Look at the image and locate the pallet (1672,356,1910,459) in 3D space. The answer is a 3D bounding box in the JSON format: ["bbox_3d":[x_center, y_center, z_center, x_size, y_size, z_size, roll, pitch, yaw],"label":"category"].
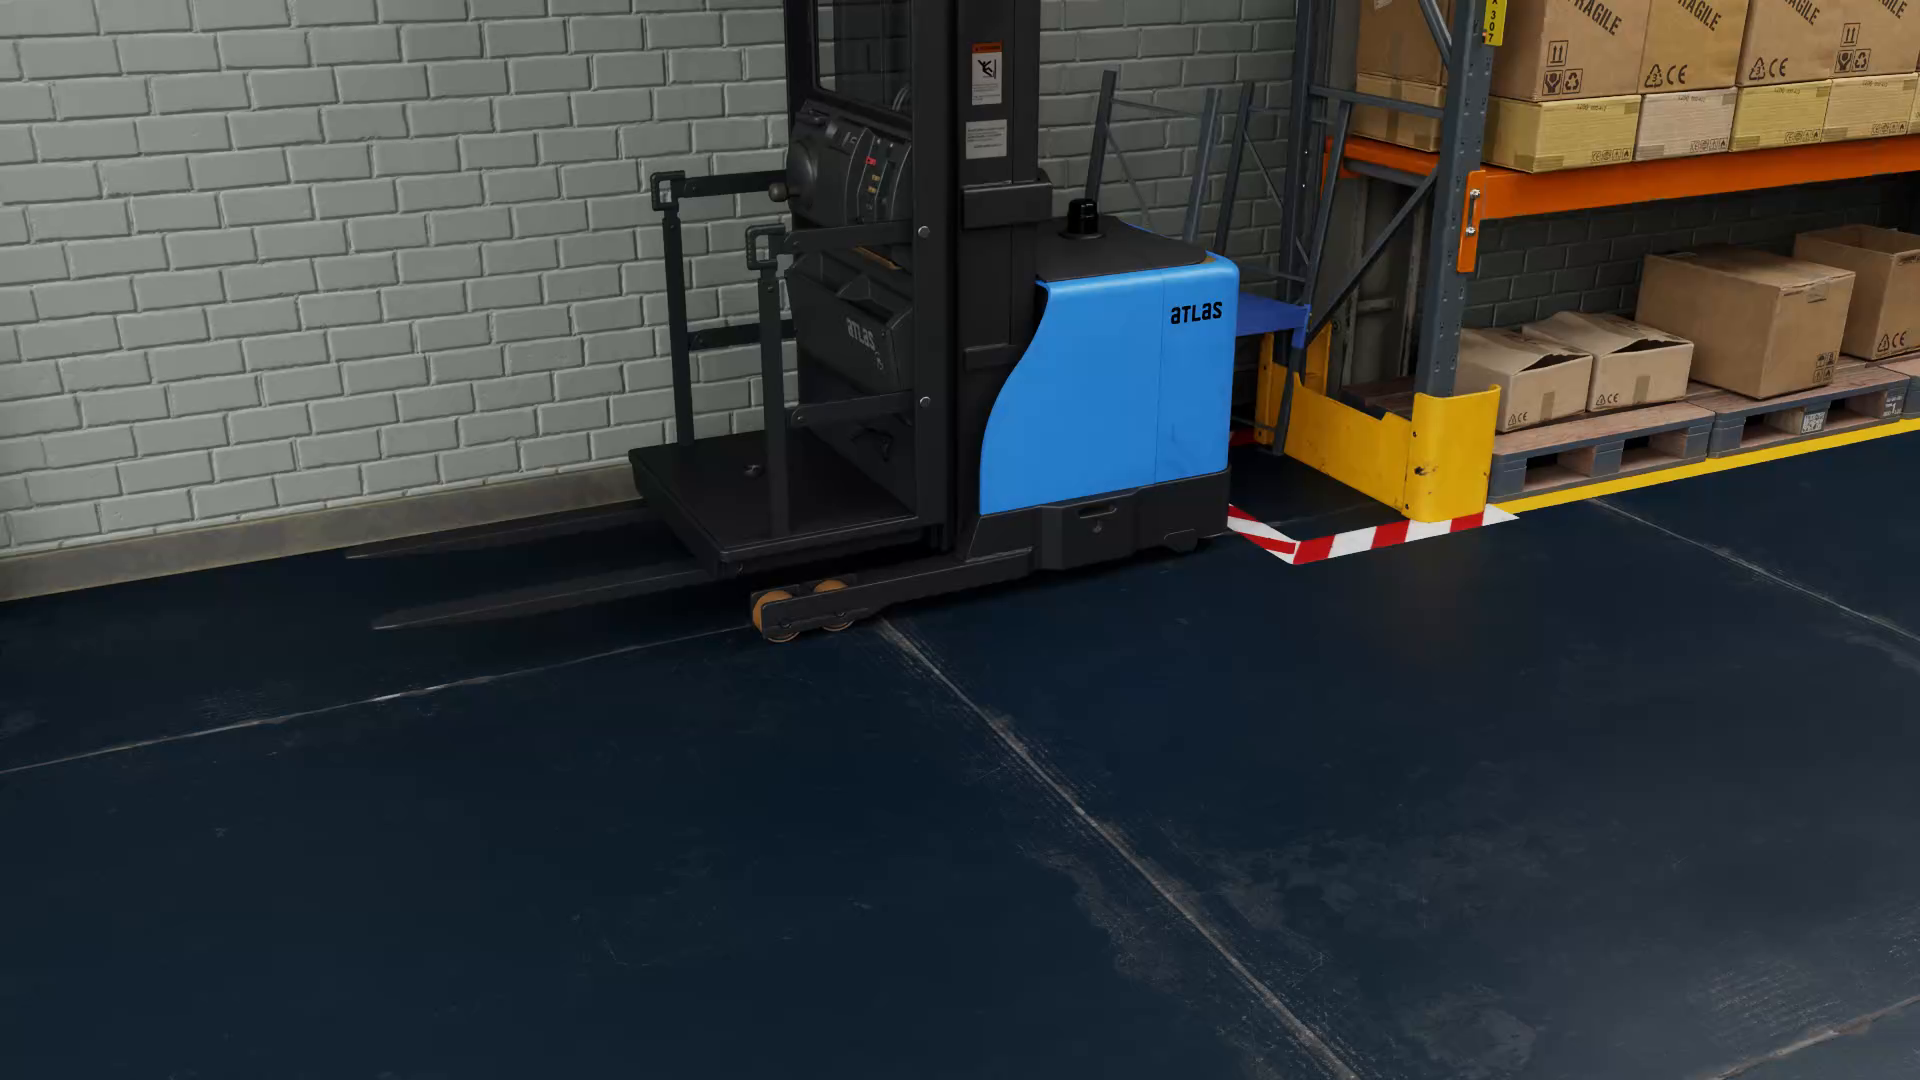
[{"bbox_3d":[3.525,-0.709,7.686,1.213,0.211,1.003,-10,25,-24],"label":"pallet"}]

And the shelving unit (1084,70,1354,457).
[{"bbox_3d":[0.958,-1.050,6.644,0.538,1.500,1.048,22,23,35],"label":"shelving unit"}]

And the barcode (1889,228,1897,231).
[{"bbox_3d":[4.625,-1.514,8.260,0.075,0.075,0.001,-10,25,-24],"label":"barcode"}]

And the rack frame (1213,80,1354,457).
[{"bbox_3d":[1.282,-1.136,7.026,0.500,1.500,0.032,22,23,35],"label":"rack frame"}]

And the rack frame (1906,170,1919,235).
[{"bbox_3d":[5.216,-2.324,7.944,0.127,3.000,1.000,-10,25,-24],"label":"rack frame"}]

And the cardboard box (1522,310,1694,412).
[{"bbox_3d":[2.788,-0.800,7.202,0.500,0.311,0.500,-8,24,-19],"label":"cardboard box"}]

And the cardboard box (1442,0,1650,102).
[{"bbox_3d":[2.172,-1.923,6.163,0.500,0.500,0.500,-10,25,-24],"label":"cardboard box"}]

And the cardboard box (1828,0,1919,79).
[{"bbox_3d":[3.550,-2.175,6.771,0.500,0.500,0.500,-10,24,-22],"label":"cardboard box"}]

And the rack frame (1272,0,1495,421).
[{"bbox_3d":[1.612,-1.661,6.341,0.127,3.000,1.000,-10,25,-24],"label":"rack frame"}]

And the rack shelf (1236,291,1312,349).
[{"bbox_3d":[0.935,-0.881,6.701,0.538,0.185,1.000,22,23,35],"label":"rack shelf"}]

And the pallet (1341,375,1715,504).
[{"bbox_3d":[2.427,-0.508,7.201,1.213,0.211,1.003,-10,25,-24],"label":"pallet"}]

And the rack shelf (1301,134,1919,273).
[{"bbox_3d":[3.414,-1.660,7.280,4.000,0.370,1.077,-10,25,-24],"label":"rack shelf"}]

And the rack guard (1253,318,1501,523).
[{"bbox_3d":[1.680,-0.519,6.849,0.348,0.500,1.175,-10,25,-24],"label":"rack guard"}]

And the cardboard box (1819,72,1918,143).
[{"bbox_3d":[3.569,-1.829,6.917,0.500,0.250,0.500,-10,25,-23],"label":"cardboard box"}]

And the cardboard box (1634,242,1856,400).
[{"bbox_3d":[3.471,-0.992,7.418,0.500,0.500,0.700,-12,25,-27],"label":"cardboard box"}]

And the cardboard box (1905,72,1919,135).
[{"bbox_3d":[4.022,-1.913,7.119,0.500,0.250,0.500,-11,25,-24],"label":"cardboard box"}]

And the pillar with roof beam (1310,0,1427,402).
[{"bbox_3d":[3.734,-3.363,2.610,0.400,9.000,9.100,-10,25,-24],"label":"pillar with roof beam"}]

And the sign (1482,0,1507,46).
[{"bbox_3d":[1.847,-1.874,5.723,0.005,0.325,0.100,-10,25,-24],"label":"sign"}]

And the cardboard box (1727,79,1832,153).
[{"bbox_3d":[3.112,-1.746,6.716,0.500,0.250,0.500,-11,25,-24],"label":"cardboard box"}]

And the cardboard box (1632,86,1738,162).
[{"bbox_3d":[2.651,-1.663,6.517,0.500,0.250,0.500,-11,25,-25],"label":"cardboard box"}]

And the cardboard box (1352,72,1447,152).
[{"bbox_3d":[1.949,-1.745,6.714,0.500,0.250,0.500,-10,25,-23],"label":"cardboard box"}]

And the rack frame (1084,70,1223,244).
[{"bbox_3d":[0.634,-0.964,6.262,0.500,1.500,0.032,22,23,35],"label":"rack frame"}]

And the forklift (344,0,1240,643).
[{"bbox_3d":[-0.559,-1.249,5.436,3.031,2.935,1.130,-11,25,-24],"label":"forklift"}]

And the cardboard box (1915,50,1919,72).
[{"bbox_3d":[4.018,-2.261,6.980,0.500,0.500,0.500,-11,25,-25],"label":"cardboard box"}]

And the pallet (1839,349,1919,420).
[{"bbox_3d":[4.626,-0.912,8.178,1.213,0.211,1.003,-10,25,-24],"label":"pallet"}]

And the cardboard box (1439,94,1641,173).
[{"bbox_3d":[2.189,-1.572,6.297,0.500,0.250,0.500,-11,25,-25],"label":"cardboard box"}]

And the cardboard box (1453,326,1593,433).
[{"bbox_3d":[2.274,-0.706,6.973,0.500,0.311,0.500,-14,26,-30],"label":"cardboard box"}]

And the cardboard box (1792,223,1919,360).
[{"bbox_3d":[4.298,-1.187,7.888,0.500,0.500,0.500,-12,26,-28],"label":"cardboard box"}]

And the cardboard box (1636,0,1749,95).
[{"bbox_3d":[2.622,-2.002,6.353,0.500,0.500,0.500,-10,25,-23],"label":"cardboard box"}]

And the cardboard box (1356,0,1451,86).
[{"bbox_3d":[1.944,-2.099,6.588,0.500,0.500,0.500,-11,25,-24],"label":"cardboard box"}]

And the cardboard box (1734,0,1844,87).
[{"bbox_3d":[3.090,-2.085,6.555,0.500,0.500,0.500,-11,25,-25],"label":"cardboard box"}]
